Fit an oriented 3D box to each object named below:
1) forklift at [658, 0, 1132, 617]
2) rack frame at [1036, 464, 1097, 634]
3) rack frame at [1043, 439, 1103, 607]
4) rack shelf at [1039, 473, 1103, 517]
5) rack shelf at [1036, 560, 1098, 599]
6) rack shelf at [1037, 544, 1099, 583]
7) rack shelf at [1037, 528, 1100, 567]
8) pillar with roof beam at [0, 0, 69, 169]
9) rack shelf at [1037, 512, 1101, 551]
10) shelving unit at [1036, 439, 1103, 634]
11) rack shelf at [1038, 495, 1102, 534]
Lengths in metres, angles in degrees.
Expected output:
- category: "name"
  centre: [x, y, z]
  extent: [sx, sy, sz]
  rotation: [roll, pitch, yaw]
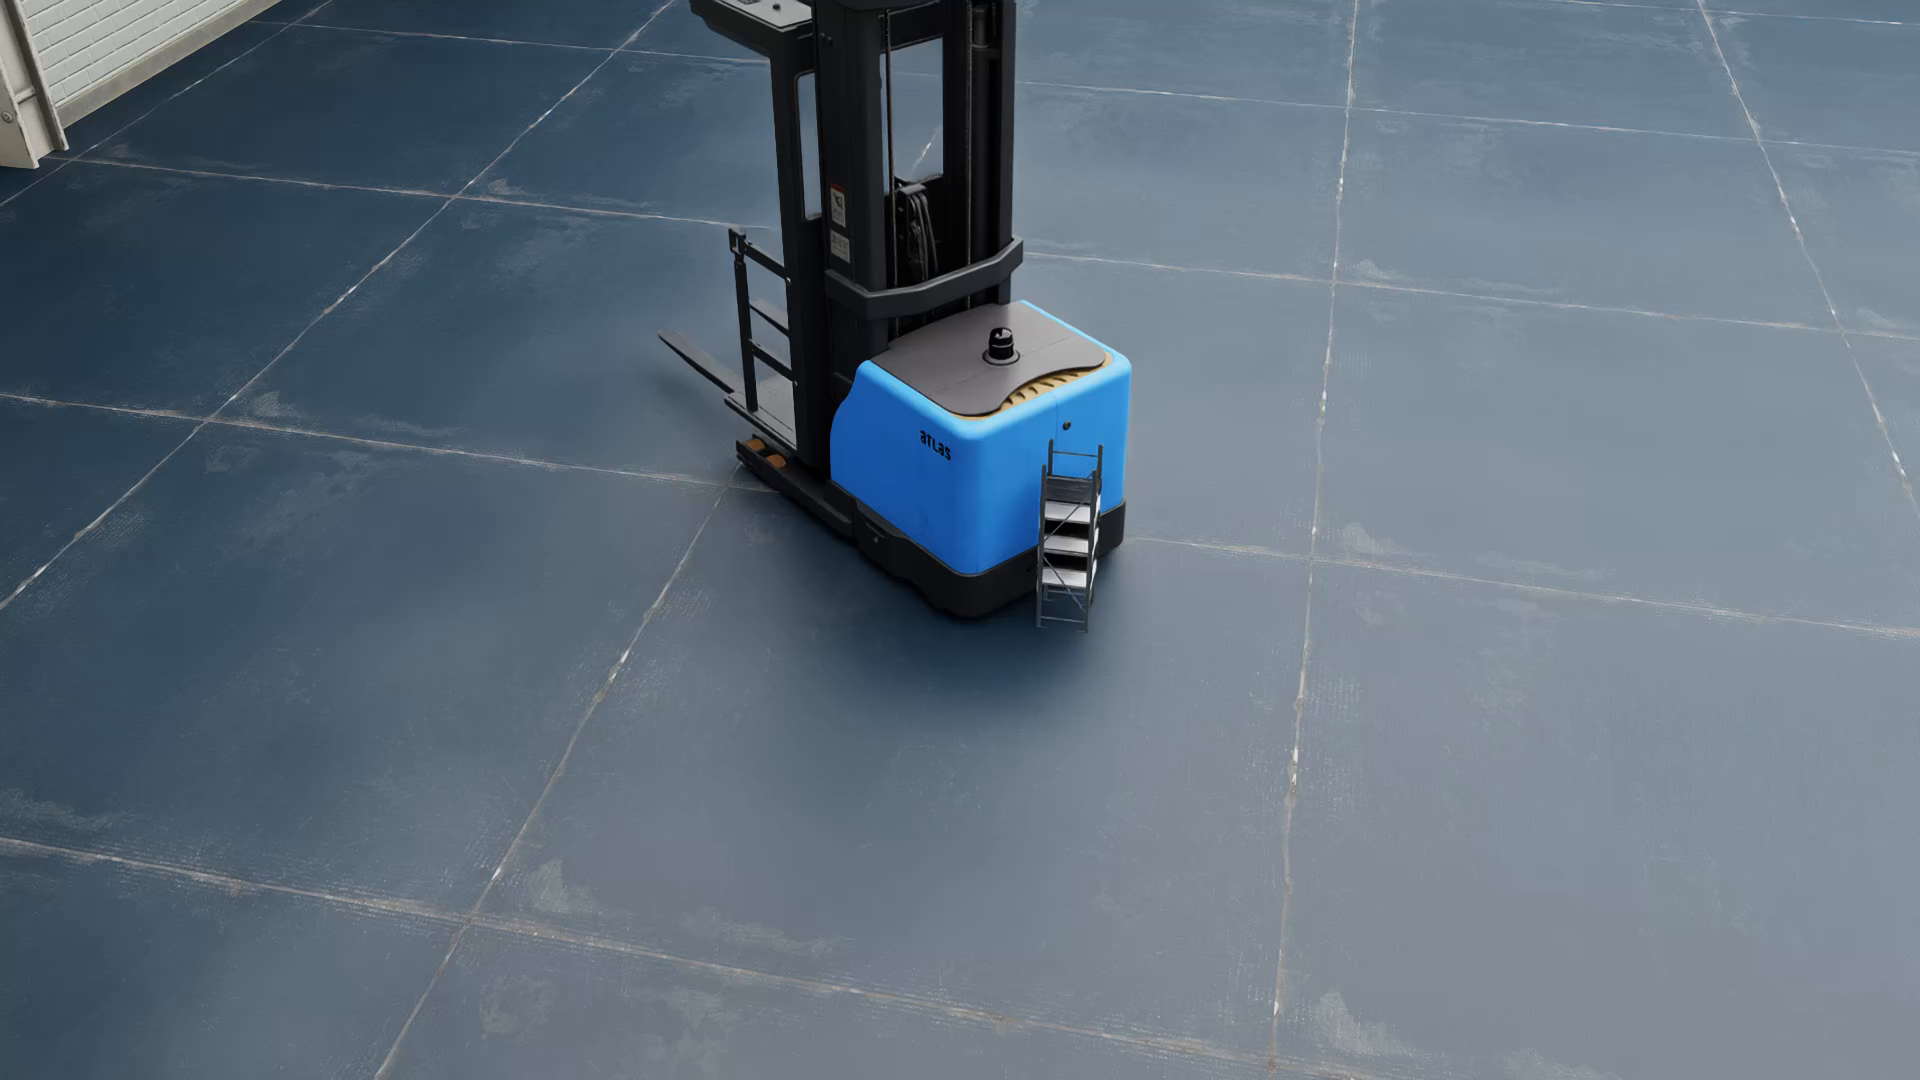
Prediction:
- category: "forklift"
  centre: [-0.518, -1.630, 8.001]
  extent: [1.130, 2.935, 3.031]
  rotation: [-25, 43, -31]
- category: "rack frame"
  centre: [0.471, 0.051, 7.412]
  extent: [0.240, 0.900, 0.006]
  rotation: [7, 36, 9]
- category: "rack frame"
  centre: [0.510, -0.066, 7.574]
  extent: [0.240, 0.900, 0.006]
  rotation: [7, 36, 9]
- category: "rack shelf"
  centre: [0.491, -0.199, 7.354]
  extent: [0.258, 0.077, 0.200]
  rotation: [7, 36, 9]
- category: "rack shelf"
  centre: [0.491, 0.165, 7.618]
  extent: [0.258, 0.077, 0.200]
  rotation: [7, 36, 9]
- category: "rack shelf"
  centre: [0.491, 0.093, 7.565]
  extent: [0.258, 0.077, 0.200]
  rotation: [7, 36, 9]
- category: "rack shelf"
  centre: [0.491, 0.020, 7.513]
  extent: [0.258, 0.077, 0.200]
  rotation: [7, 36, 9]
- category: "pillar with roof beam"
  centre: [-2.536, -5.896, 8.717]
  extent: [9.100, 9.000, 0.400]
  rotation: [7, 37, 10]
- category: "rack shelf"
  centre: [0.491, -0.053, 7.460]
  extent: [0.258, 0.077, 0.200]
  rotation: [7, 36, 9]
- category: "shelving unit"
  centre: [0.491, -0.007, 7.493]
  extent: [0.258, 0.900, 0.210]
  rotation: [7, 36, 9]
- category: "rack shelf"
  centre: [0.491, -0.126, 7.407]
  extent: [0.258, 0.077, 0.200]
  rotation: [7, 36, 9]
